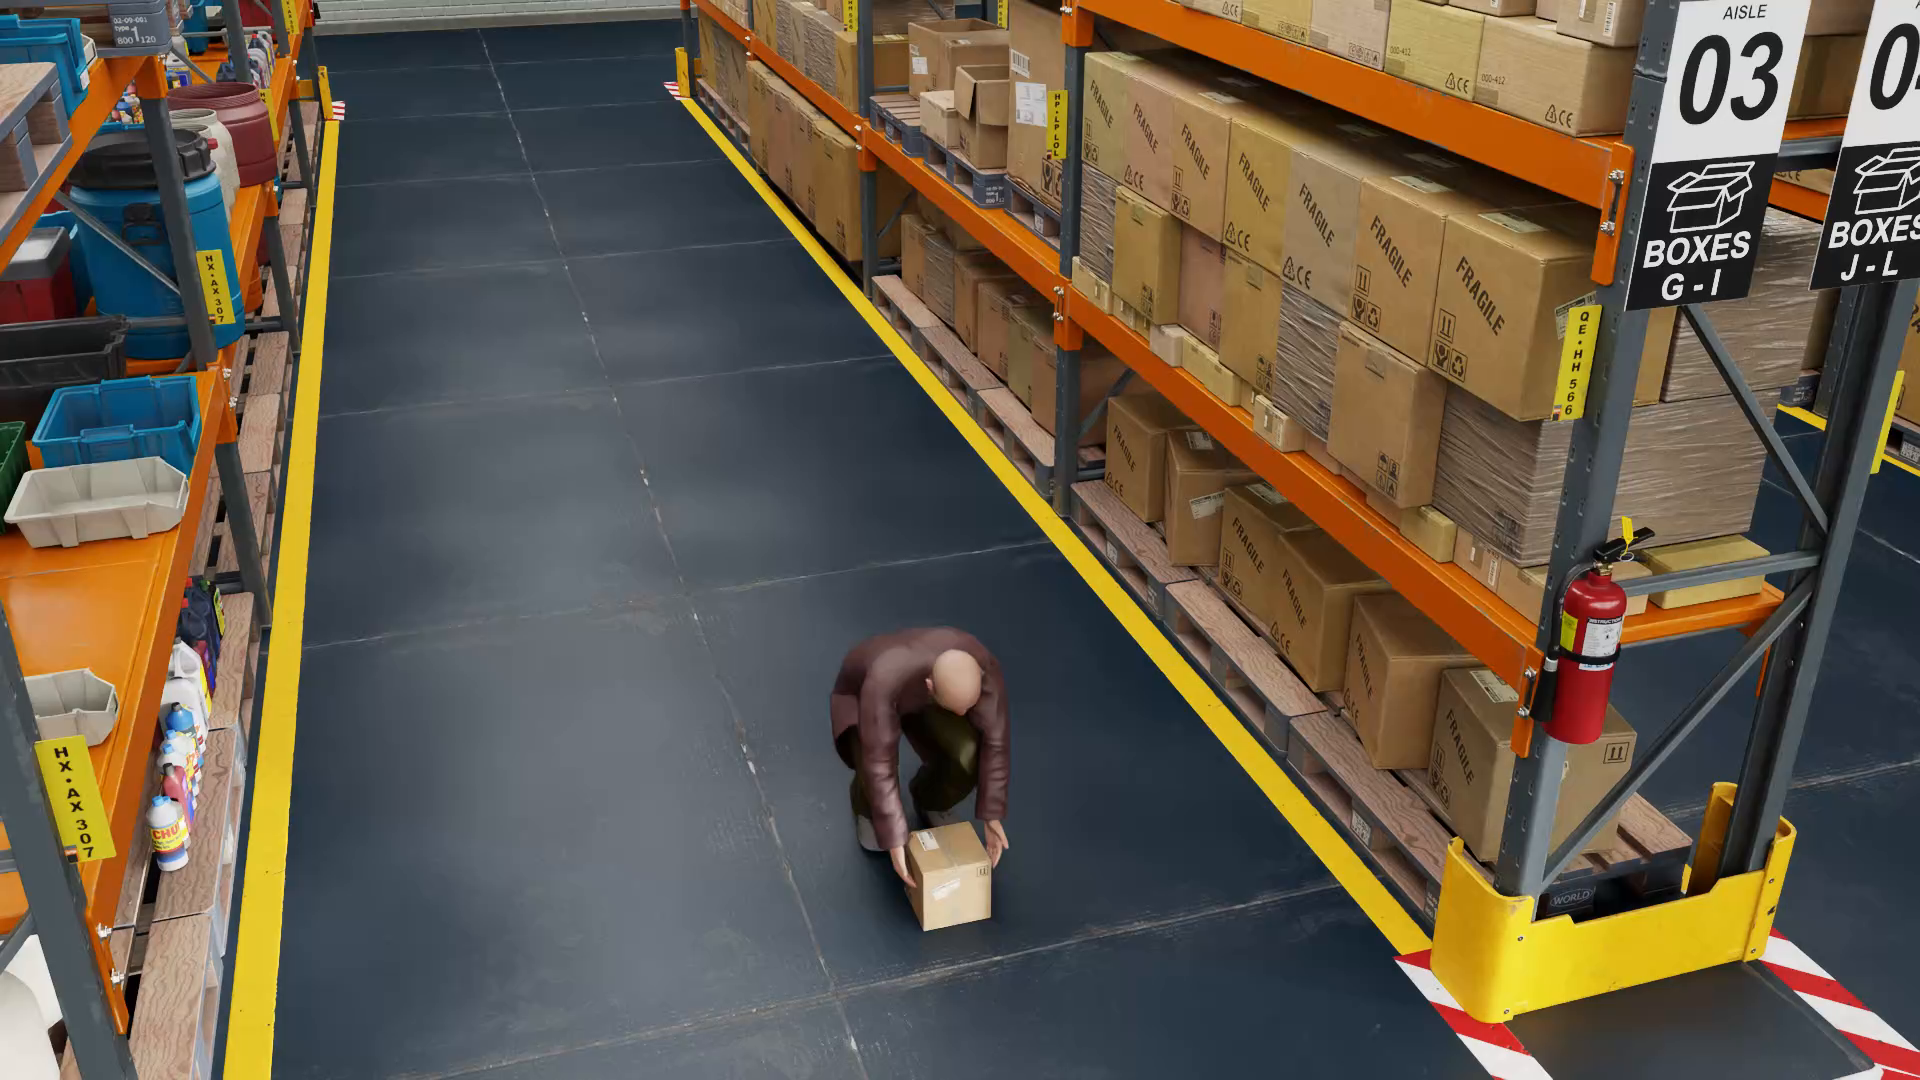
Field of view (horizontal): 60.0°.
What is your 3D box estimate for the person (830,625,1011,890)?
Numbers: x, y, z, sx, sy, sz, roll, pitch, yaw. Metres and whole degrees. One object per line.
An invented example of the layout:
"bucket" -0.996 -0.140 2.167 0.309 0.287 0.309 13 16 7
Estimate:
"person" -0.154 0.706 6.099 0.609 0.976 0.905 -8 27 -16
